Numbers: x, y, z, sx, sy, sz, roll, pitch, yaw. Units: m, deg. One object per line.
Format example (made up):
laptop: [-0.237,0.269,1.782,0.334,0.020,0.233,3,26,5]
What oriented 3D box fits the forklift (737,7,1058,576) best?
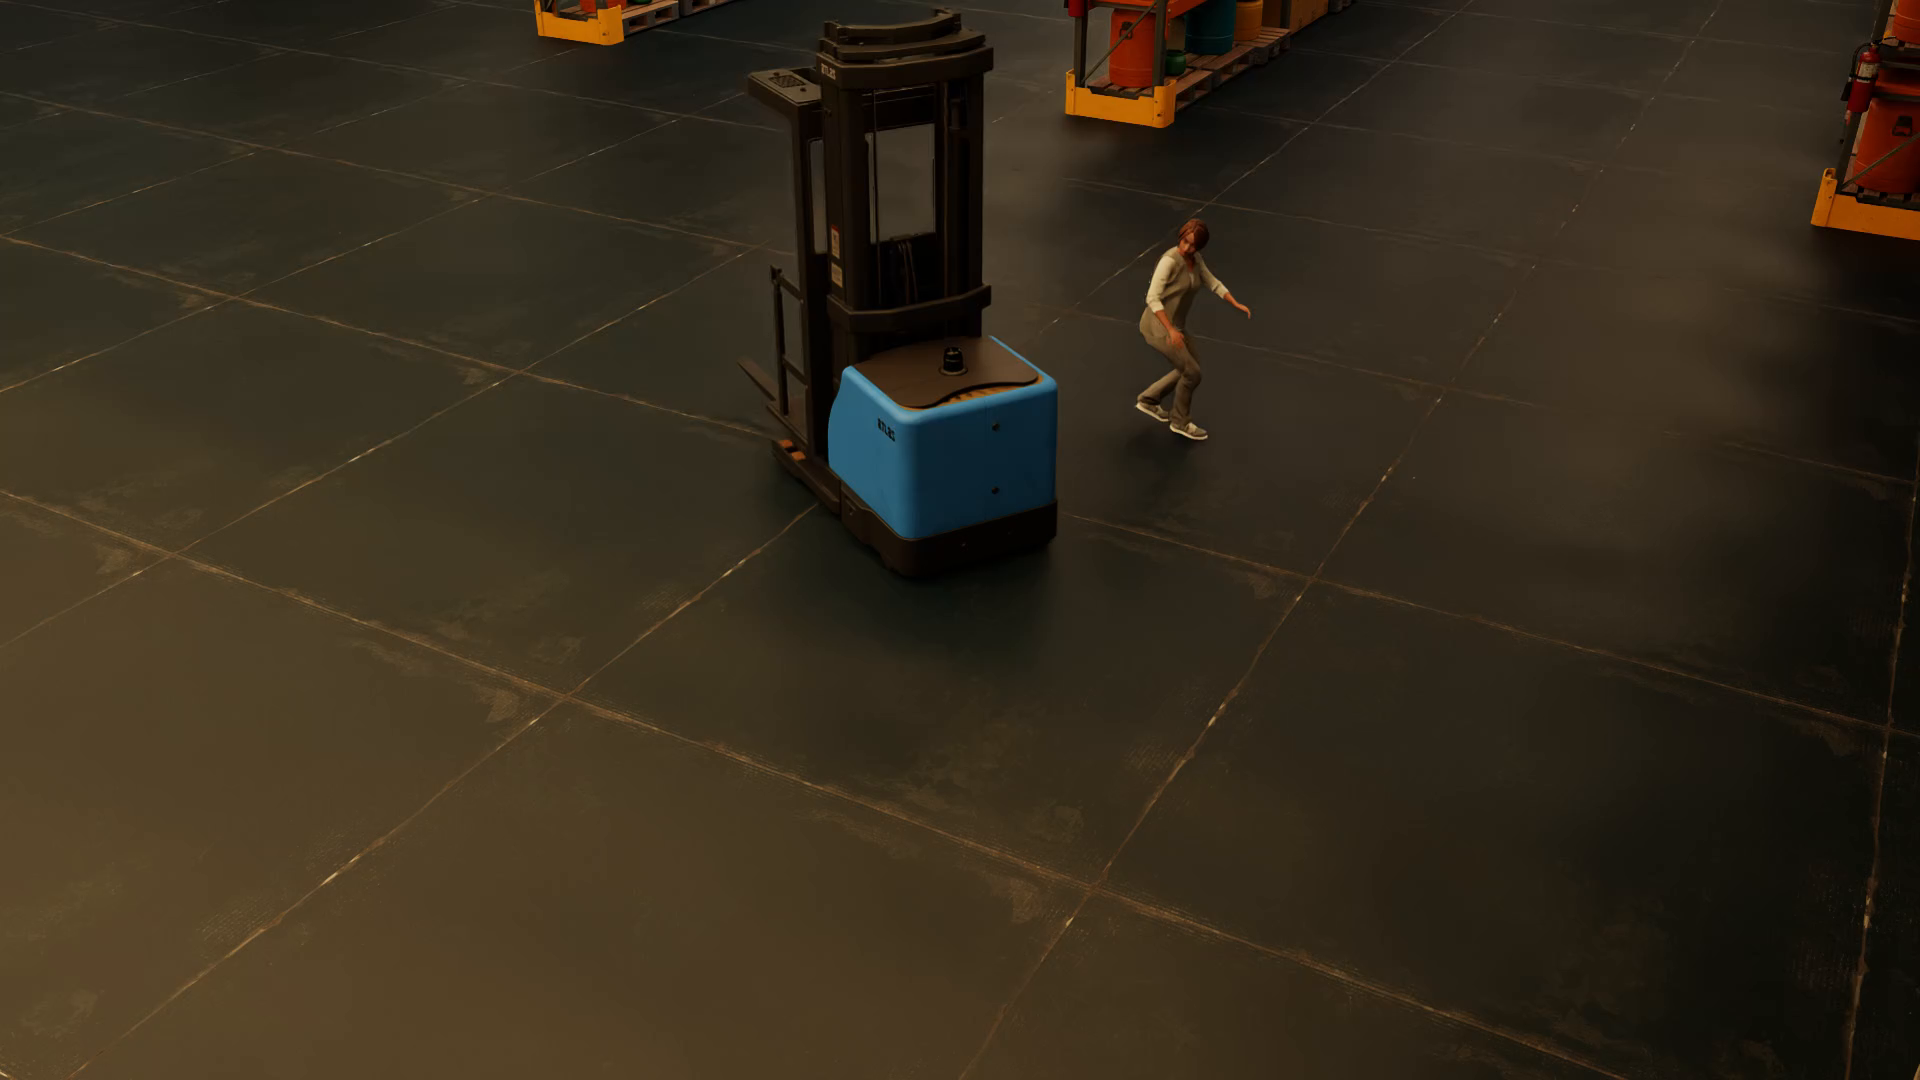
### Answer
forklift: [-0.567,-1.771,10.139,1.130,2.935,3.031,-15,33,-24]

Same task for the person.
person: [1.498,-1.353,10.860,0.706,1.496,0.711,14,33,23]
